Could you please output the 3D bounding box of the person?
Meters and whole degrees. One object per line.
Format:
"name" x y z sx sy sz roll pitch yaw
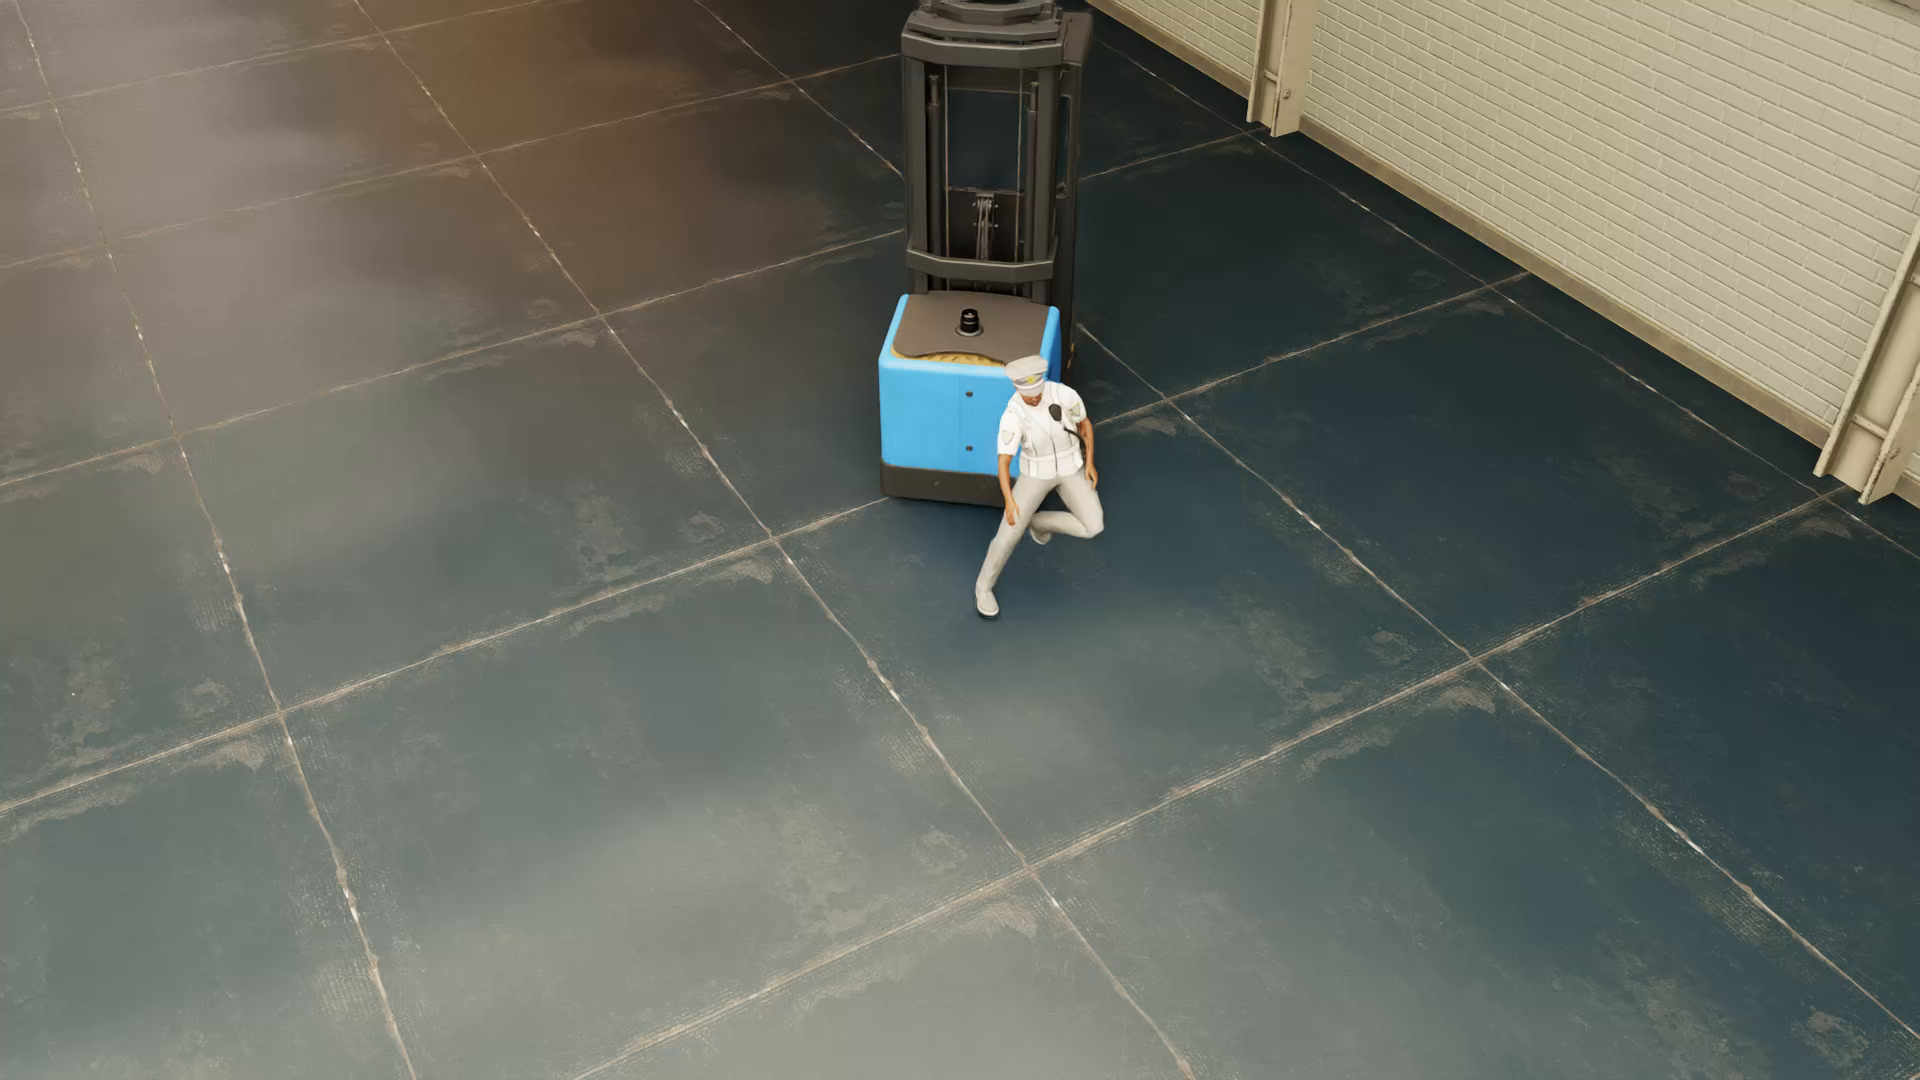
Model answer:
"person" 0.441 -0.298 9.516 0.750 1.491 0.723 -7 40 -9

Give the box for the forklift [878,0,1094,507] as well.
"forklift" 0.232 -2.263 10.765 1.130 2.935 3.031 6 40 7
